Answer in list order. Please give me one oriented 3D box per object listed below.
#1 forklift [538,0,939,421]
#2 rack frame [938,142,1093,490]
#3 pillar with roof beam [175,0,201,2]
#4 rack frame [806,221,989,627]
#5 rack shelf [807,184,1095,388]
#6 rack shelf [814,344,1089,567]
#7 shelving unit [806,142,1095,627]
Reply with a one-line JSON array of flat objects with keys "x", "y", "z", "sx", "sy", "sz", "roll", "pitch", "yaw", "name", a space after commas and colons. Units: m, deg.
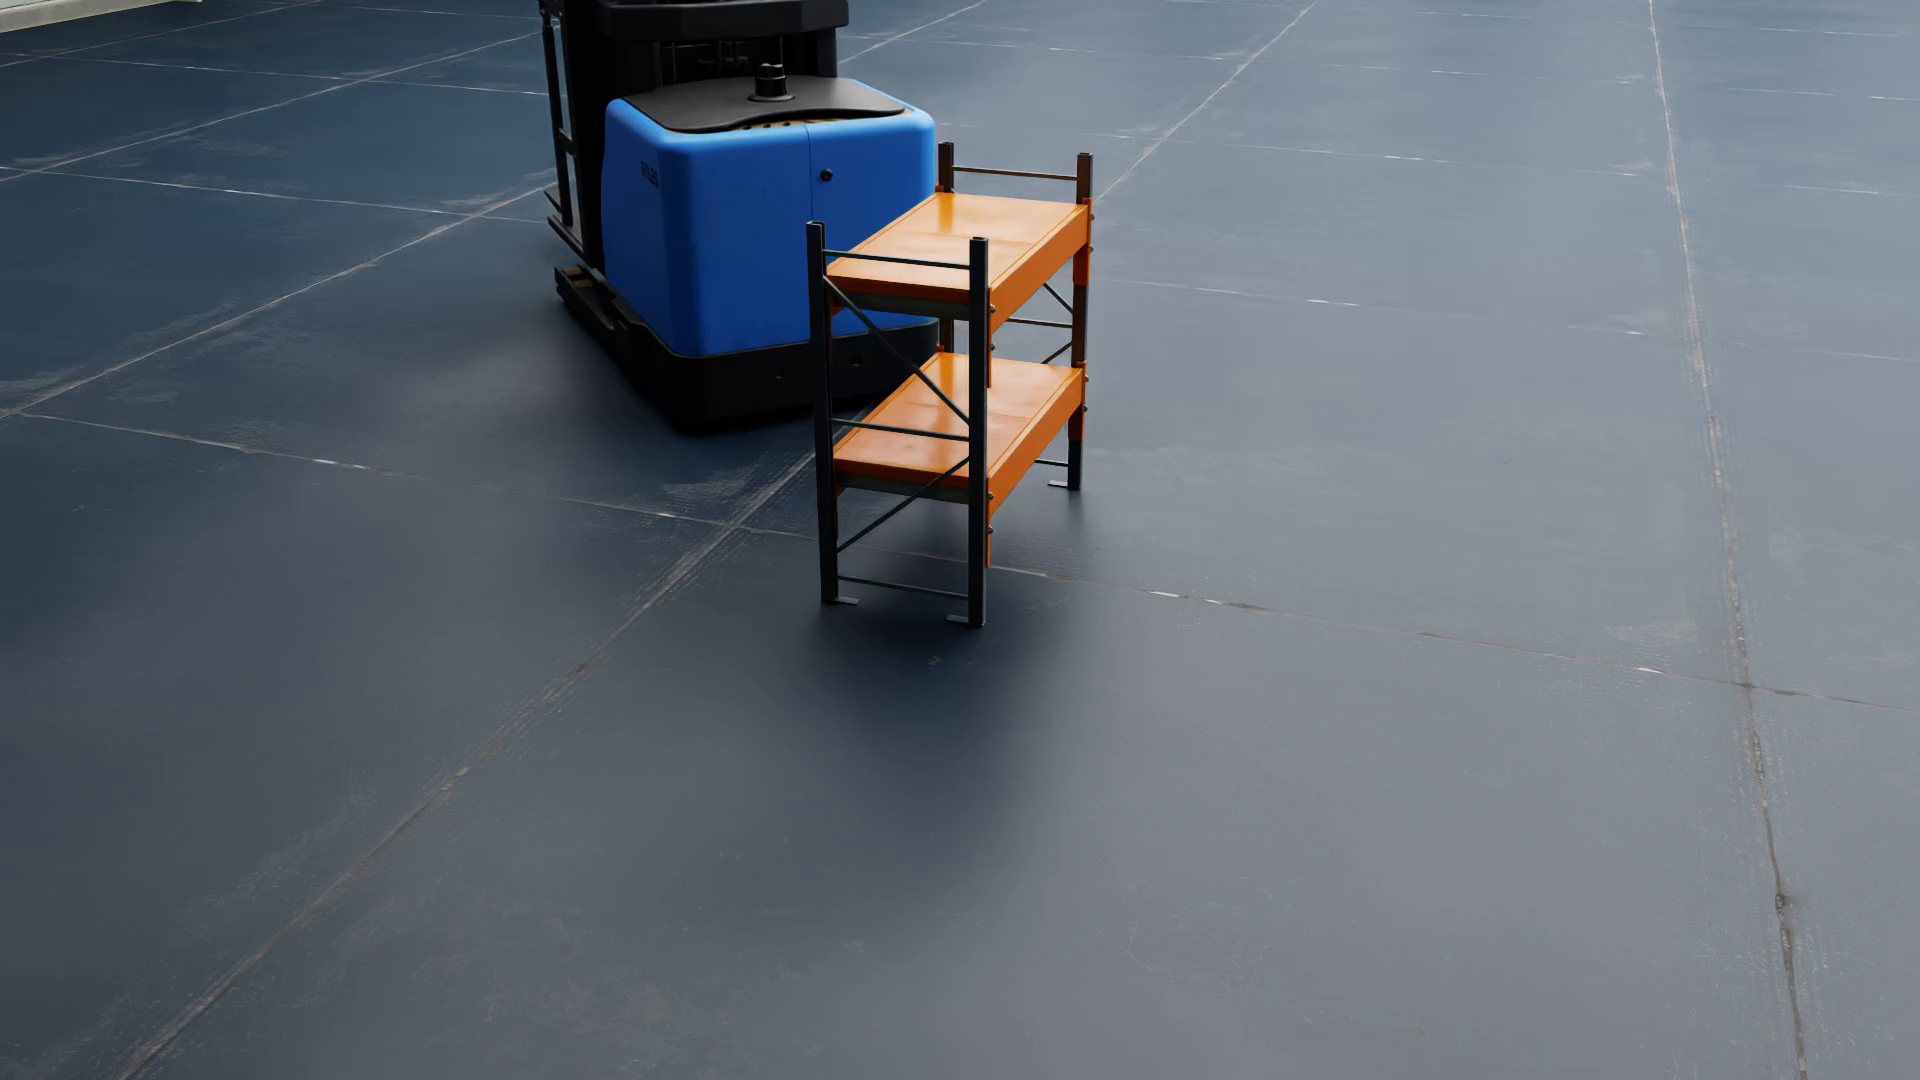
[{"x": -1.154, "y": -2.362, "z": 6.764, "sx": 1.130, "sy": 2.935, "sz": 3.031, "roll": -11, "pitch": 28, "yaw": -22, "name": "forklift"}, {"x": 0.171, "y": -0.718, "z": 5.442, "sx": 0.500, "sy": 1.125, "sz": 0.032, "roll": 9, "pitch": 27, "yaw": 17, "name": "rack frame"}, {"x": -3.271, "y": -8.647, "z": 12.783, "sx": 9.100, "sy": 9.000, "sz": 0.400, "roll": 9, "pitch": 27, "yaw": 17, "name": "pillar with roof beam"}, {"x": -0.167, "y": -0.300, "z": 4.579, "sx": 0.500, "sy": 1.125, "sz": 0.032, "roll": 9, "pitch": 27, "yaw": 17, "name": "rack frame"}, {"x": 0.002, "y": -0.772, "z": 4.883, "sx": 0.538, "sy": 0.278, "sz": 1.000, "roll": 9, "pitch": 27, "yaw": 17, "name": "rack shelf"}, {"x": 0.002, "y": -0.289, "z": 5.117, "sx": 0.538, "sy": 0.278, "sz": 1.000, "roll": 9, "pitch": 27, "yaw": 17, "name": "rack shelf"}, {"x": 0.002, "y": -0.509, "z": 5.011, "sx": 0.538, "sy": 1.125, "sz": 1.048, "roll": 9, "pitch": 27, "yaw": 17, "name": "shelving unit"}]
